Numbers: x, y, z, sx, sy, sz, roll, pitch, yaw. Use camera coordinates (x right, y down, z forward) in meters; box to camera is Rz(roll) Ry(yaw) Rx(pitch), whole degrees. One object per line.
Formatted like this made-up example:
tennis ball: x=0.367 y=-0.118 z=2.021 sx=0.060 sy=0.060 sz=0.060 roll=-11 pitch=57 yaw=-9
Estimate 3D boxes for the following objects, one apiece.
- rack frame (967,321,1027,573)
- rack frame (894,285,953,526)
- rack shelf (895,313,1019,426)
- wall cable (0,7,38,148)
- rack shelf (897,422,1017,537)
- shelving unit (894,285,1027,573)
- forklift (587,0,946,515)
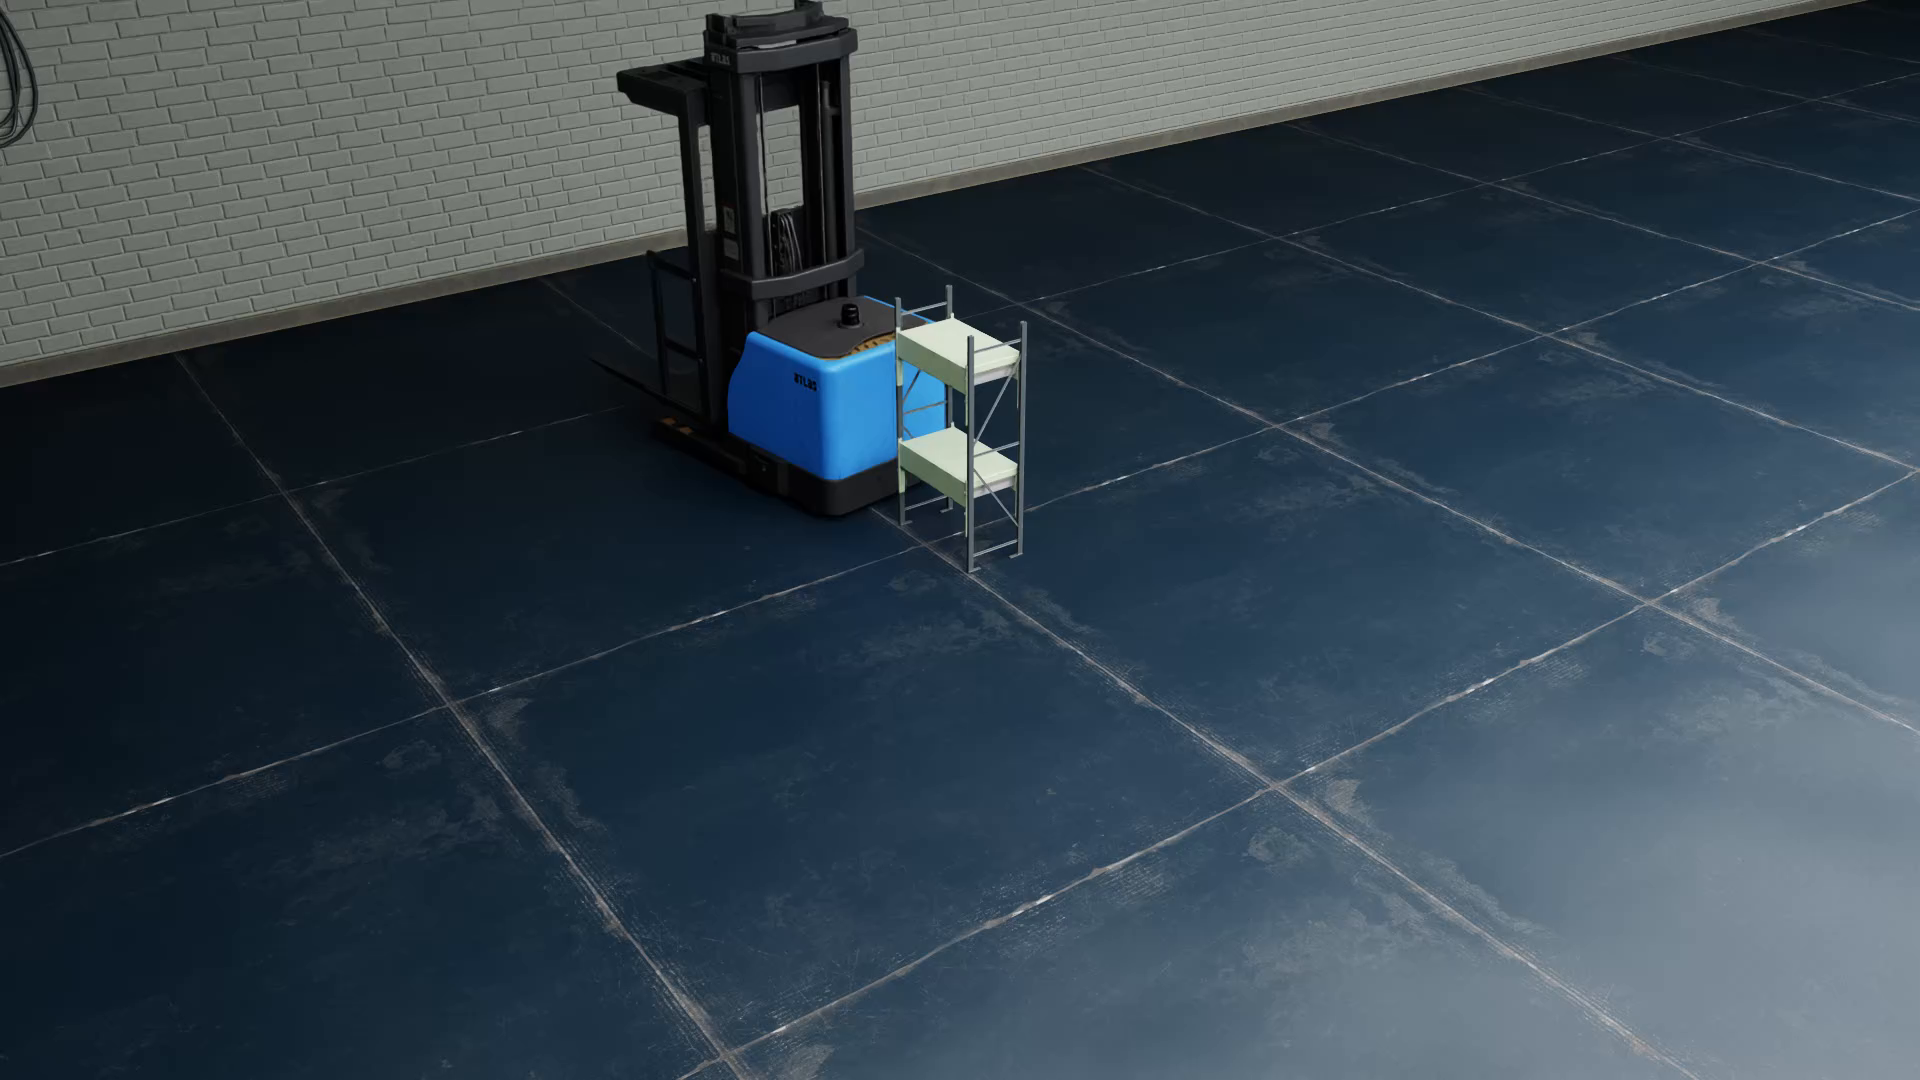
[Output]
rack frame: x=0.208 y=-0.519 z=9.635 sx=0.400 sy=1.500 sz=0.023 roll=-19 pitch=34 yaw=-31
rack frame: x=-0.216 y=-0.804 z=10.159 sx=0.400 sy=1.500 sz=0.023 roll=-19 pitch=34 yaw=-31
rack shelf: x=-0.004 y=-1.005 z=9.711 sx=0.431 sy=0.370 sz=0.720 roll=-19 pitch=34 yaw=-31
wall cable: x=-7.736 y=-3.489 z=10.499 sx=3.097 sy=2.526 sz=0.112 roll=-19 pitch=34 yaw=-31
rack shelf: x=-0.004 y=-0.375 z=10.052 sx=0.431 sy=0.370 sz=0.720 roll=-19 pitch=34 yaw=-31
shelving unit: x=-0.004 y=-0.662 z=9.897 sx=0.431 sy=1.500 sz=0.755 roll=-19 pitch=34 yaw=-31
forklift: x=-1.464 y=-2.049 z=10.951 sx=1.130 sy=2.935 sz=3.031 roll=-25 pitch=37 yaw=-38
